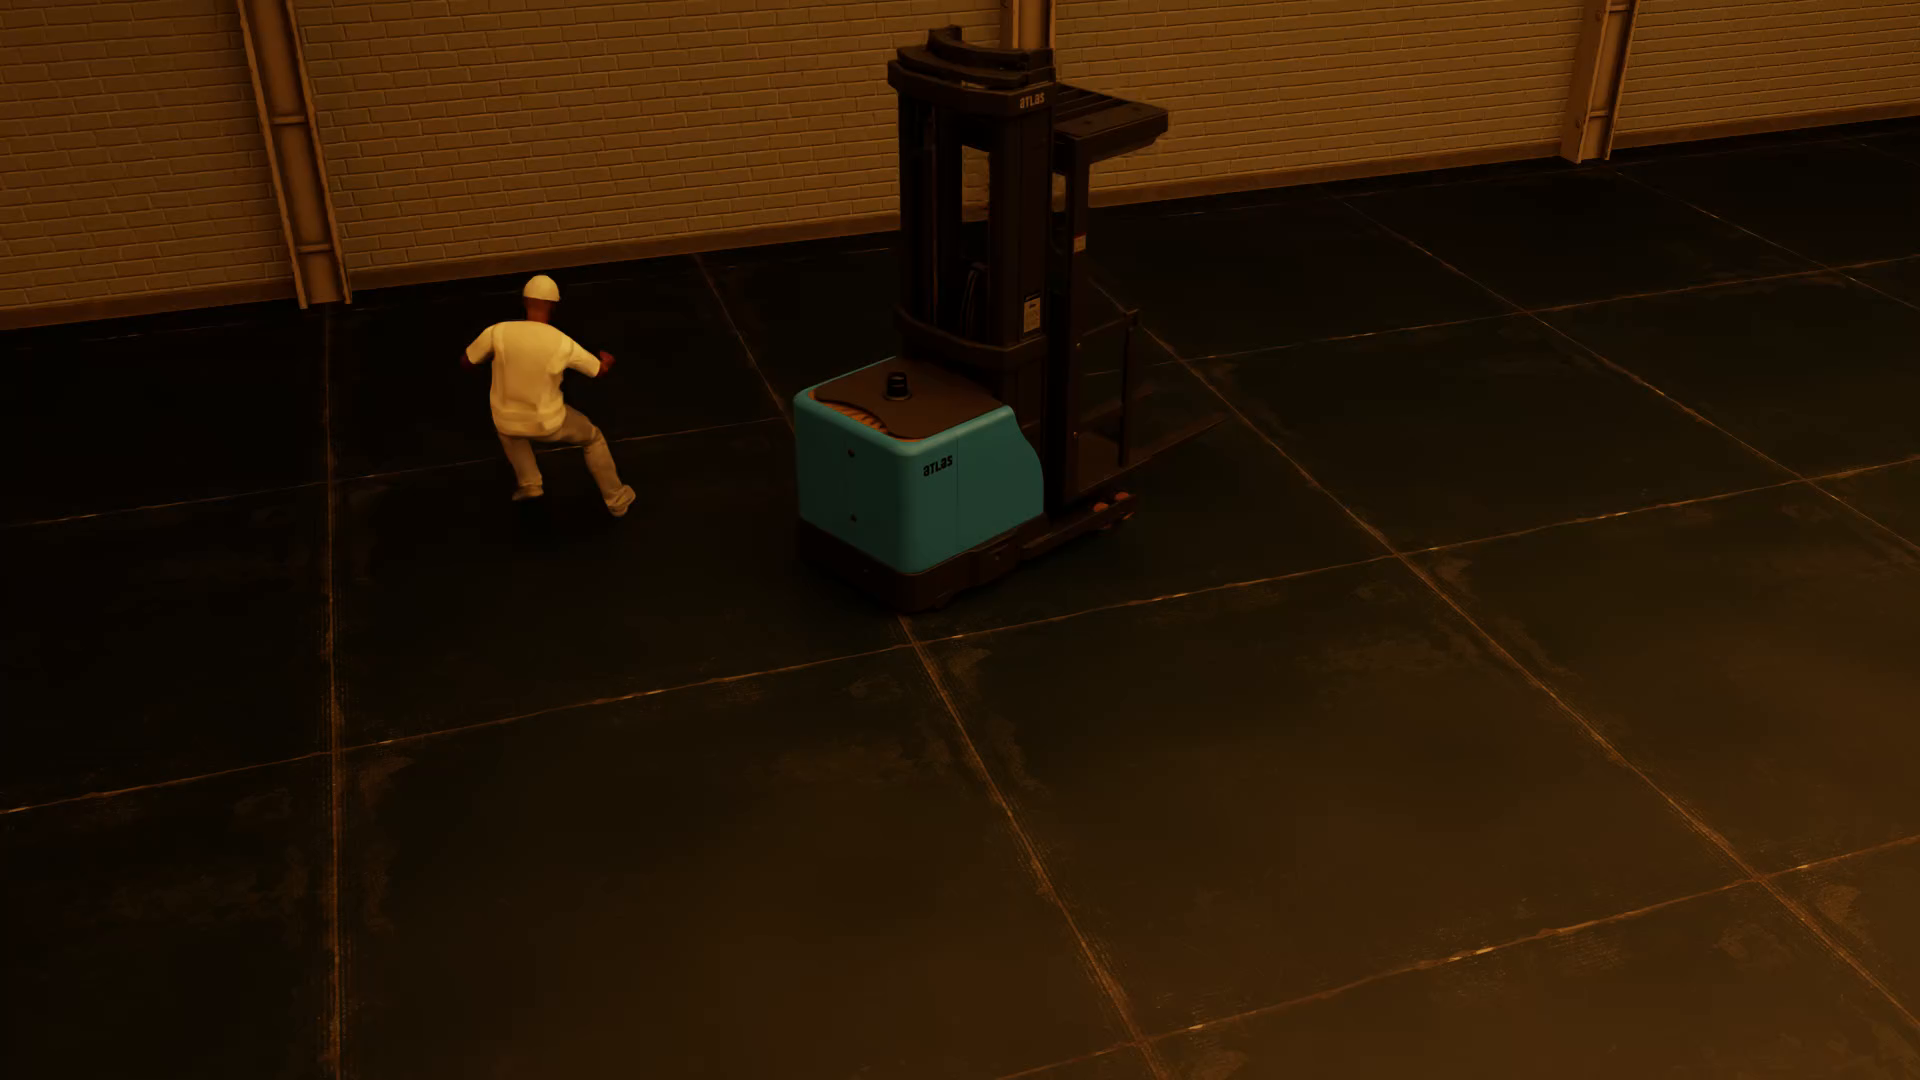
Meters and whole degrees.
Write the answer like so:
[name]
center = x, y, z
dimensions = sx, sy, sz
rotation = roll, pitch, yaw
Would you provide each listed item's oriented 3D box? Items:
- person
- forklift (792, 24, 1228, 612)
[person]
center = -2.506, -0.879, 9.979
dimensions = 0.938, 1.578, 0.777
rotation = 0, 30, -1
[forklift]
center = 0.456, -1.498, 9.691
dimensions = 3.031, 2.935, 1.130
rotation = -26, 39, -37
